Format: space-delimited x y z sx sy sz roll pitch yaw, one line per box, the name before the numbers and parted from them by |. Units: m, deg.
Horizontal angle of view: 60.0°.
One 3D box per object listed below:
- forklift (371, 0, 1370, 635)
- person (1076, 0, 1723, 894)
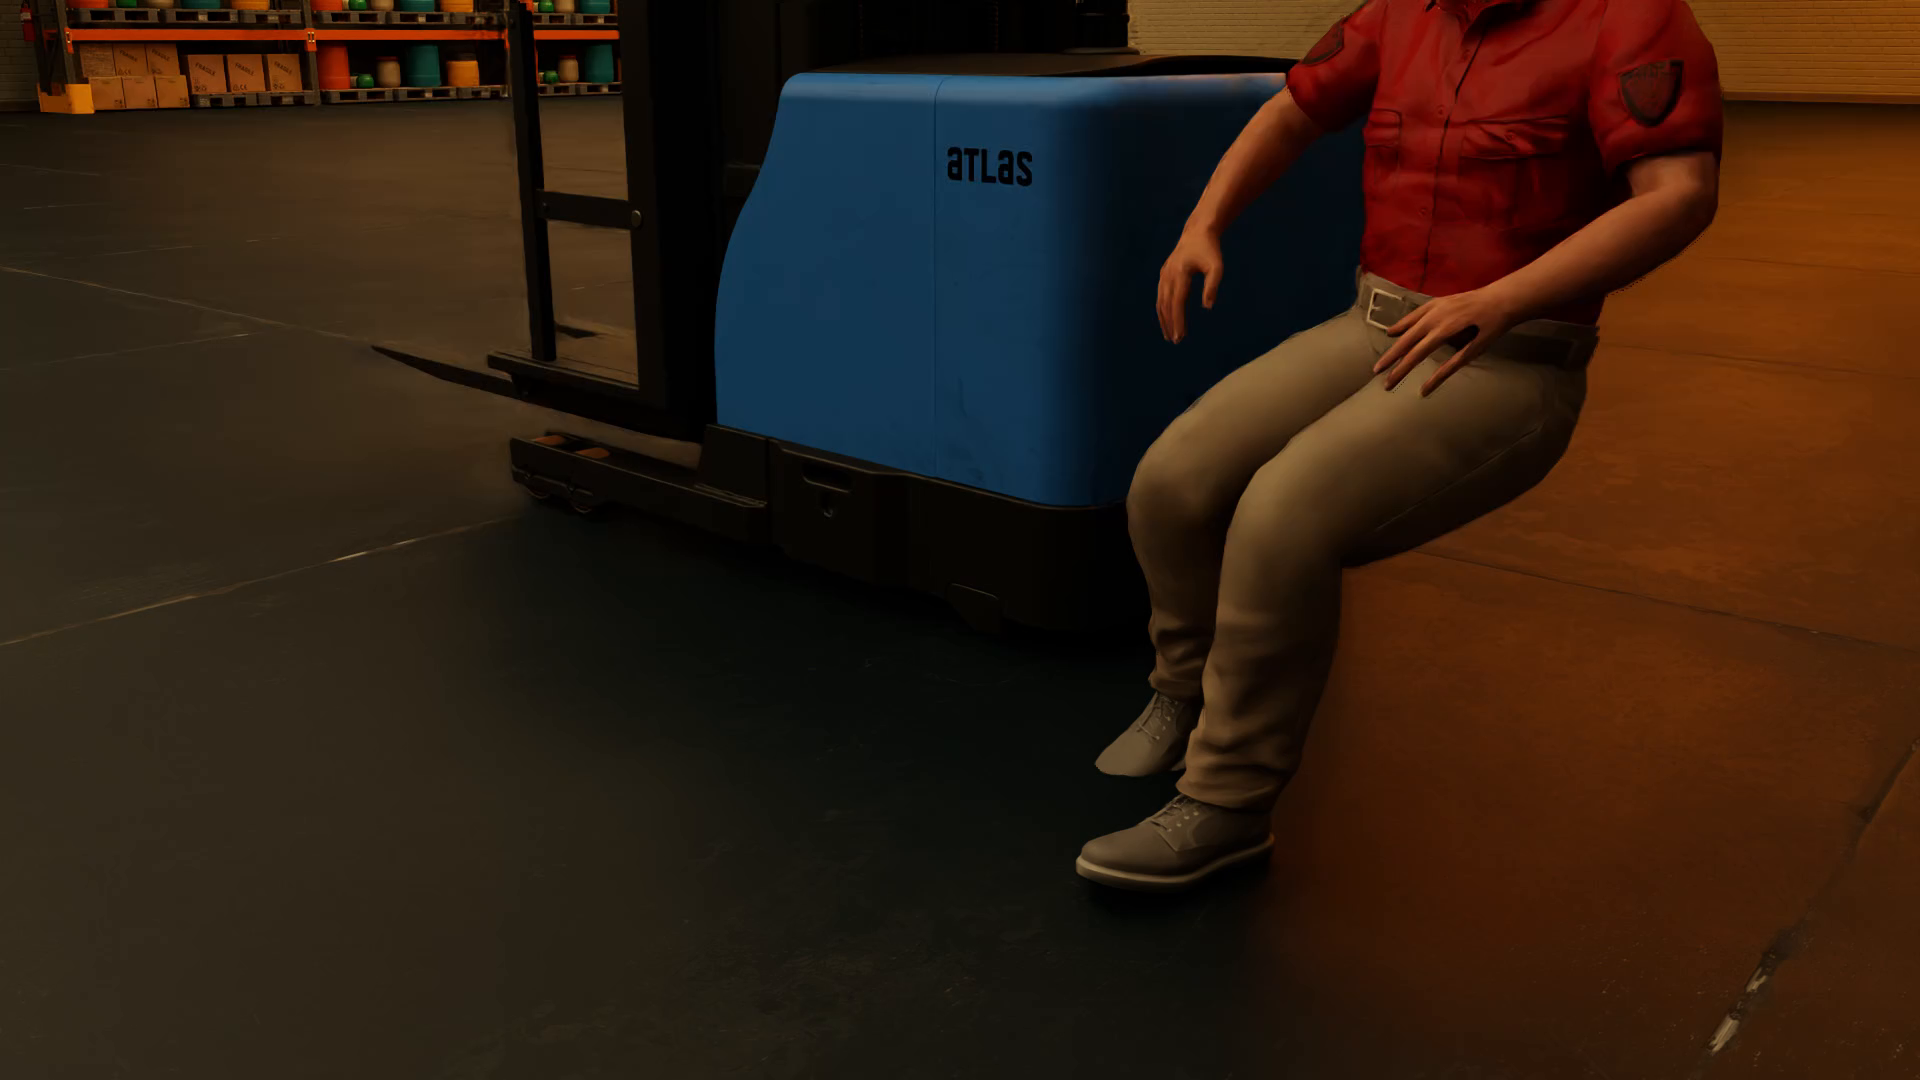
forklift | -0.515 -1.563 4.044 3.031 2.935 1.130 16 23 42
person | 0.529 -0.250 2.313 0.856 1.525 0.793 -12 21 -34
